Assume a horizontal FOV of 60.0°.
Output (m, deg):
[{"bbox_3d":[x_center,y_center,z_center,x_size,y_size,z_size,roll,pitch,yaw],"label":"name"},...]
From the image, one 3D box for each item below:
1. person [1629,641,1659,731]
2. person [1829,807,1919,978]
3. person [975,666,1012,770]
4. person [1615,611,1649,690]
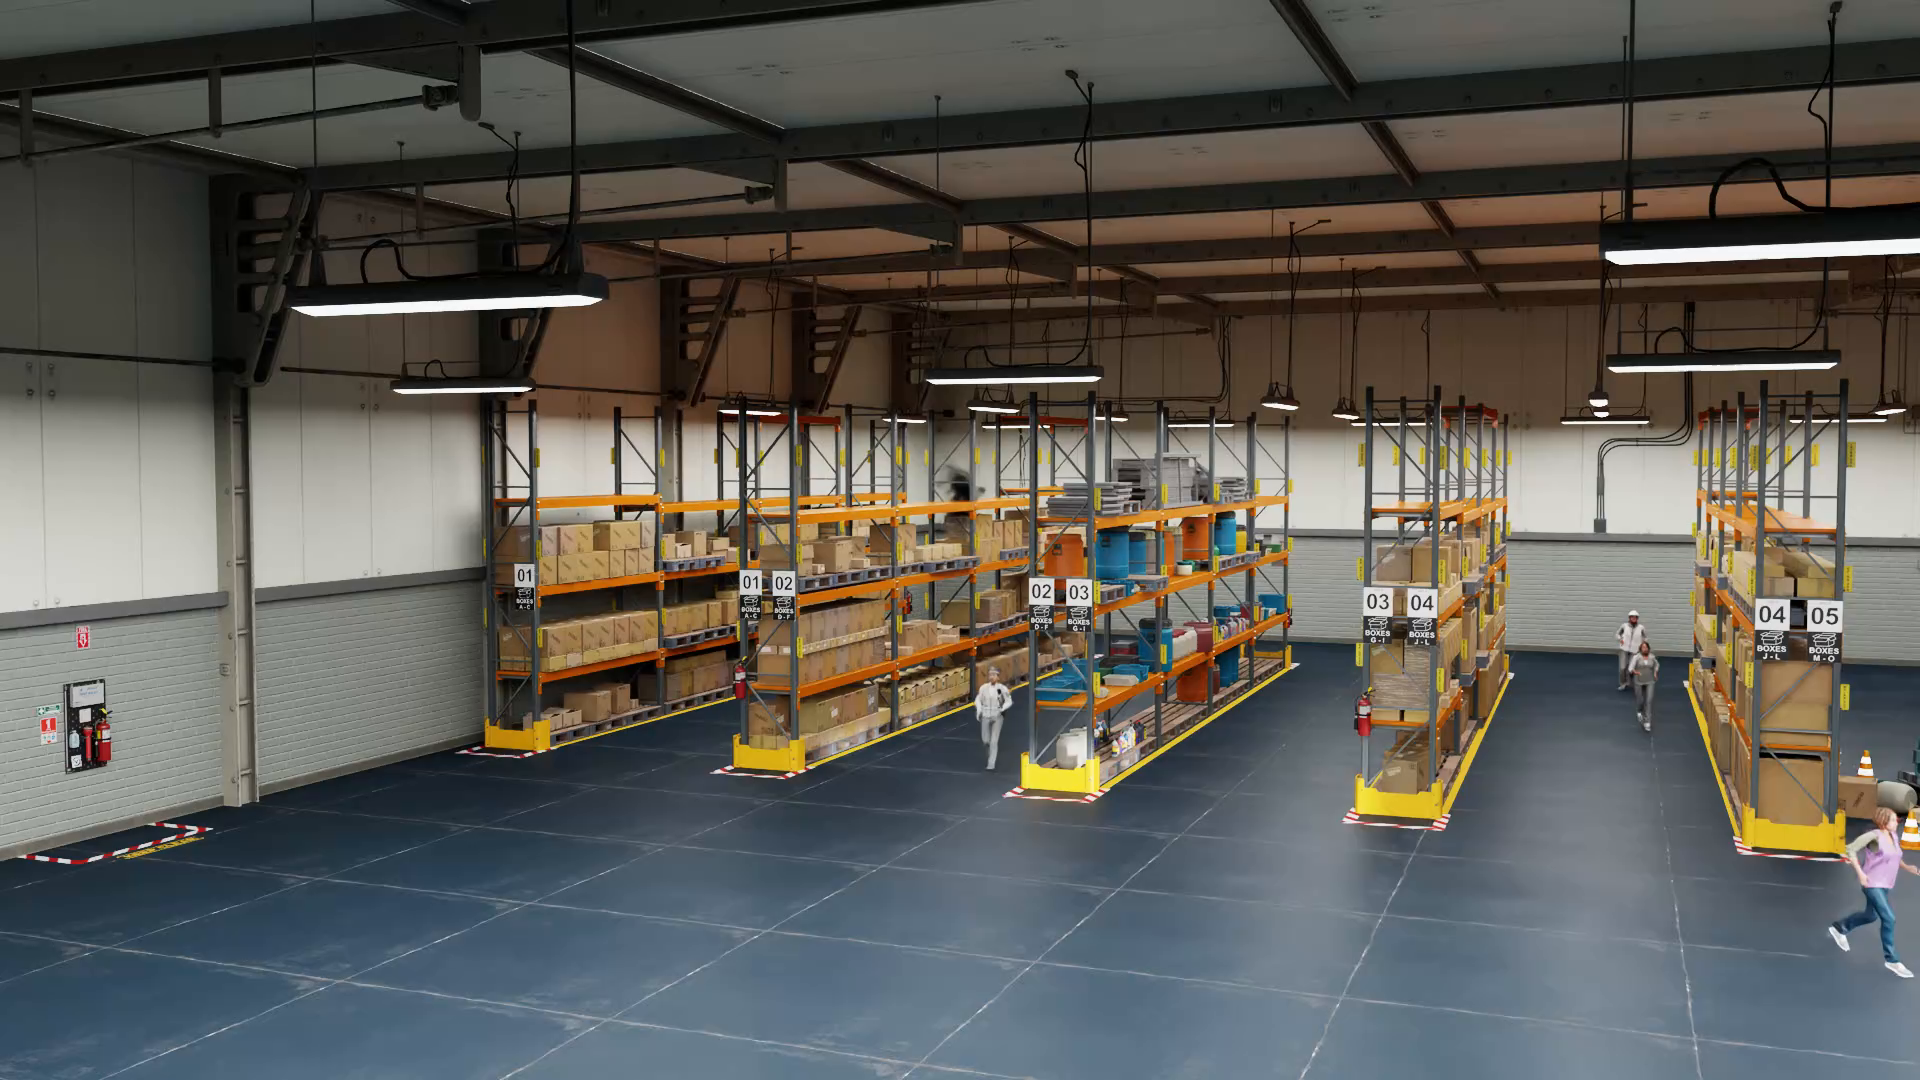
[{"bbox_3d":[12.661,2.670,30.784,0.544,1.597,0.891,1,3,17],"label":"person"},{"bbox_3d":[8.959,3.398,16.349,0.503,1.597,0.885,-2,3,-32],"label":"person"},{"bbox_3d":[0.538,2.851,26.847,0.629,1.651,0.567,1,3,12],"label":"person"},{"bbox_3d":[14.479,2.378,35.863,0.695,1.716,0.612,1,3,26],"label":"person"}]
